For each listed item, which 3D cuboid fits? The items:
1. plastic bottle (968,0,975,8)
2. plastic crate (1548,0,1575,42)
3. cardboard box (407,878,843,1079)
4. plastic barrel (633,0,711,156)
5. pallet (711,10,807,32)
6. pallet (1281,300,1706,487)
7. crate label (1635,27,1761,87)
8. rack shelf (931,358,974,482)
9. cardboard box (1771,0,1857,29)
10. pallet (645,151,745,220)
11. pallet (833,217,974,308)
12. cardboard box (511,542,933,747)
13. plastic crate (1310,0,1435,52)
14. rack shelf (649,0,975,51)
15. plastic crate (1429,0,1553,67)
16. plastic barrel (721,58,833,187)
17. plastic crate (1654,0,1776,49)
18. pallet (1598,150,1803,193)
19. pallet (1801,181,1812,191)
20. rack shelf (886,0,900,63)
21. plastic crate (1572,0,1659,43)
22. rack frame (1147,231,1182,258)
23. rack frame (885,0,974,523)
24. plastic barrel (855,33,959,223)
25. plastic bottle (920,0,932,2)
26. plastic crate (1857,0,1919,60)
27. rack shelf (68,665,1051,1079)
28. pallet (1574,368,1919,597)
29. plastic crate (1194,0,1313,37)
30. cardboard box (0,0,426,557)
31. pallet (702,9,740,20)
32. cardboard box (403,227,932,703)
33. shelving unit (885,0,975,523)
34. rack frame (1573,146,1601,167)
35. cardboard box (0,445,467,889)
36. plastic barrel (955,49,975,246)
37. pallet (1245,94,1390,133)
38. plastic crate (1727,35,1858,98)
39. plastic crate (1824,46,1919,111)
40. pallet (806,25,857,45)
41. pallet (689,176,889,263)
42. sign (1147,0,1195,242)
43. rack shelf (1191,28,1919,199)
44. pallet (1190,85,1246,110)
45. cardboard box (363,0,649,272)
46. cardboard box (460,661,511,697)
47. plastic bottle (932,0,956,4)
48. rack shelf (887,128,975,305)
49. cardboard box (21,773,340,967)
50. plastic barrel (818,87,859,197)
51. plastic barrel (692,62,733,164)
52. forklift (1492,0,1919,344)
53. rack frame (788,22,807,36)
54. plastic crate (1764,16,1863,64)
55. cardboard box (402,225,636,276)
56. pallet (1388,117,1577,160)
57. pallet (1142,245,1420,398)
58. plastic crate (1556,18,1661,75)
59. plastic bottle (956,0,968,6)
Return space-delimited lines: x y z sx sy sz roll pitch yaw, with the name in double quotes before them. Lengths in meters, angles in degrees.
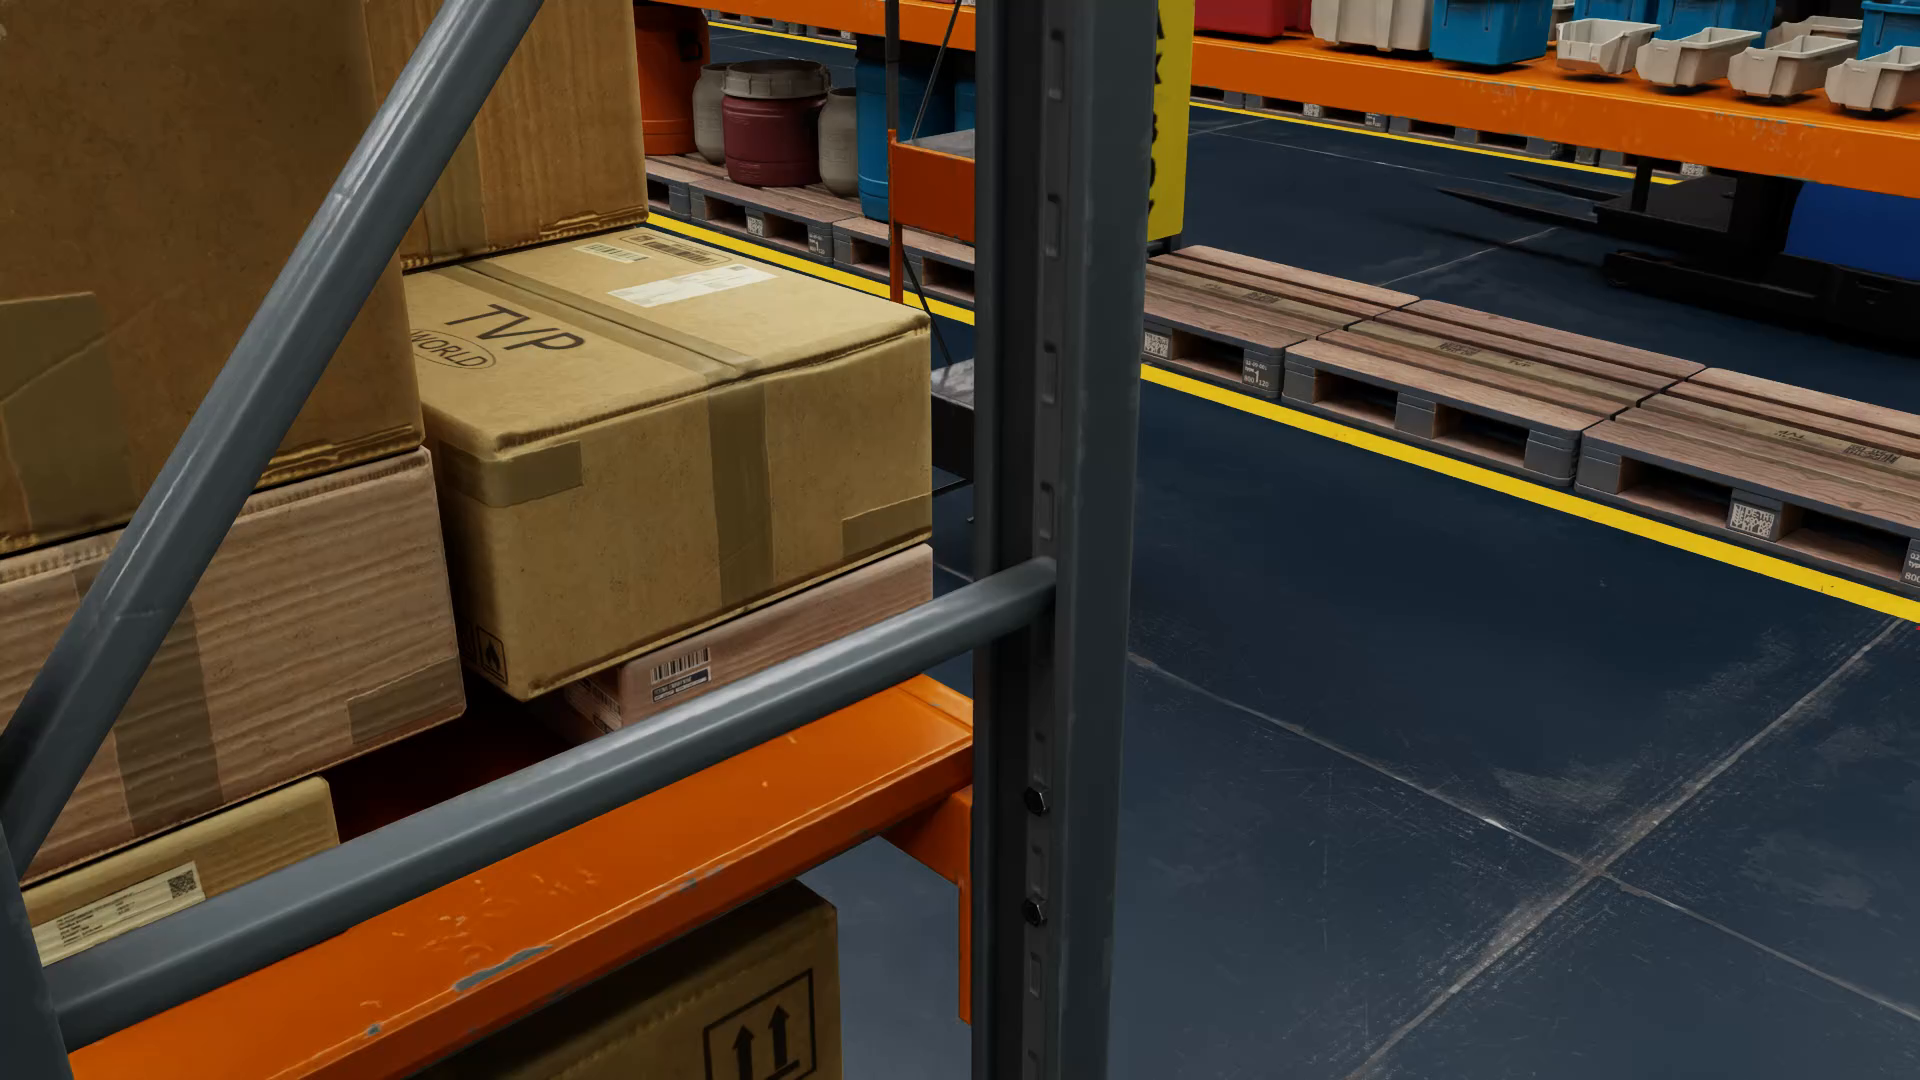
"plastic bottle" 0.129 -2.414 7.076 0.152 0.276 0.135 -21 32 -38
"plastic crate" 2.044 -1.908 6.063 0.293 0.136 0.466 -21 32 -38
"cardboard box" -0.743 0.779 1.983 0.875 0.875 0.875 -21 32 -38
"plastic barrel" -1.753 -2.715 9.695 0.600 0.830 0.708 -21 32 -38
"pallet" -1.728 -5.255 16.514 1.003 0.211 1.213 -21 32 -38
"pallet" 2.003 -0.592 6.294 1.003 0.211 1.213 -21 32 -38
"crate label" 2.283 -1.503 5.176 0.396 0.136 0.243 -21 32 -38
"rack shelf" 0.113 -0.256 5.000 0.431 0.518 0.480 -21 32 -38
"cardboard box" 7.327 -4.626 13.860 0.750 0.750 0.750 -21 32 -38
"pallet" -1.531 -2.159 9.728 1.003 0.211 1.213 -21 32 -38
"pallet" 0.137 -1.419 8.107 1.003 0.211 1.213 -21 32 -38
"cardboard box" -0.249 0.088 1.747 0.380 0.149 0.250 -21 32 -38
"plastic crate" 1.543 -1.901 5.874 0.437 0.282 0.530 -21 32 -38
"rack shelf" -0.733 -2.721 8.468 1.077 0.370 4.000 -21 32 -38
"plastic crate" 1.777 -1.731 5.560 0.416 0.233 0.300 -21 32 -38
"plastic barrel" -0.981 -2.263 8.996 0.600 0.588 0.708 -21 32 -38
"plastic crate" 2.540 -1.749 5.599 0.416 0.233 0.300 -21 32 -38
"pallet" 4.721 -2.369 10.190 1.003 0.211 1.213 -21 32 -38
"pallet" 5.559 -2.000 9.379 1.003 0.211 1.213 -21 32 -38
"rack shelf" 0.113 -1.530 4.419 0.431 0.518 0.480 -21 32 -38
"plastic crate" 2.335 -1.840 5.798 0.416 0.233 0.300 -21 32 -38
"rack frame" 0.634 -2.443 6.990 1.000 3.000 0.127 -21 32 -38
"rack frame" -0.054 -0.979 4.866 0.400 2.100 0.015 -21 32 -38
"plastic barrel" -0.209 -2.063 8.181 0.600 0.901 0.708 -21 32 -38
"plastic bottle" -0.121 -2.524 7.319 0.152 0.276 0.135 -21 32 -38
"plastic crate" 2.990 -1.549 5.162 0.416 0.233 0.300 -21 32 -38
"rack shelf" -1.614 -0.104 2.731 1.077 0.370 4.000 -21 32 -38
"pallet" 2.833 -0.223 5.484 1.003 0.211 1.213 -21 32 -38
"plastic crate" 1.061 -2.157 6.215 0.402 0.464 0.583 -21 32 -38
"cardboard box" -0.772 -0.307 1.227 0.500 0.500 0.500 -21 32 -38
"pallet" -2.567 -5.624 17.324 1.003 0.211 1.213 -21 32 -38
"cardboard box" -0.378 -0.115 1.710 0.500 0.250 0.500 -22 33 -40
"shelving unit" 0.113 -0.905 4.704 0.431 2.100 0.503 -21 32 -38
"rack frame" 4.252 -3.847 10.068 1.000 3.000 0.127 -21 32 -38
"cardboard box" -0.772 0.036 1.380 0.500 0.250 0.500 -22 32 -39
"plastic barrel" 0.275 -1.849 7.710 0.600 0.901 0.708 -21 32 -38
"pallet" 2.831 -3.183 11.974 1.003 0.211 1.213 -21 32 -38
"plastic crate" 2.491 -1.426 5.006 0.396 0.136 0.243 -21 32 -38
"plastic crate" 2.679 -1.334 4.805 0.396 0.136 0.243 -21 32 -38
"pallet" -0.683 -4.790 15.494 1.003 0.211 1.213 -21 32 -38
"pallet" -0.701 -1.789 8.918 1.003 0.211 1.213 -21 32 -38
"sign" 0.162 -0.411 1.399 0.100 0.325 0.005 -21 32 -38
"rack shelf" 2.001 -1.509 5.811 1.077 0.370 4.000 -21 32 -38
"pallet" 2.001 -3.553 12.784 1.003 0.211 1.213 -21 32 -38
"cardboard box" -0.720 -0.607 1.886 0.500 0.500 0.500 -22 33 -40
"cardboard box" -0.425 0.010 1.916 0.380 0.149 0.250 -22 32 -39
"plastic bottle" -0.063 -2.474 7.200 0.061 0.283 0.133 -21 32 -38
"rack shelf" 0.113 -0.893 4.710 0.431 0.518 0.480 -21 32 -38
"cardboard box" -0.731 0.274 1.337 0.380 0.149 0.250 -20 32 -38
"plastic barrel" -0.530 -2.082 8.692 0.421 0.512 0.421 0 25 0
"plastic barrel" -1.302 -2.424 9.442 0.421 0.512 0.421 0 25 0
"forklift" 3.923 -2.464 7.120 1.130 2.935 3.031 -18 30 -34
"rack frame" -1.215 -6.270 15.381 1.000 3.000 0.127 -21 32 -38
"plastic crate" 2.817 -1.632 5.460 0.250 0.136 0.298 -21 32 -38
"cardboard box" -0.738 -0.270 2.051 0.500 0.250 0.500 -22 32 -39
"pallet" 3.669 -2.814 11.163 1.003 0.211 1.213 -21 32 -38
"pallet" 1.165 -0.962 7.105 1.003 0.211 1.213 -21 32 -38
"plastic crate" 2.067 -1.587 5.361 0.298 0.136 0.250 -21 32 -38
"plastic bottle" 0.030 -2.407 7.152 0.097 0.201 0.097 0 25 0
